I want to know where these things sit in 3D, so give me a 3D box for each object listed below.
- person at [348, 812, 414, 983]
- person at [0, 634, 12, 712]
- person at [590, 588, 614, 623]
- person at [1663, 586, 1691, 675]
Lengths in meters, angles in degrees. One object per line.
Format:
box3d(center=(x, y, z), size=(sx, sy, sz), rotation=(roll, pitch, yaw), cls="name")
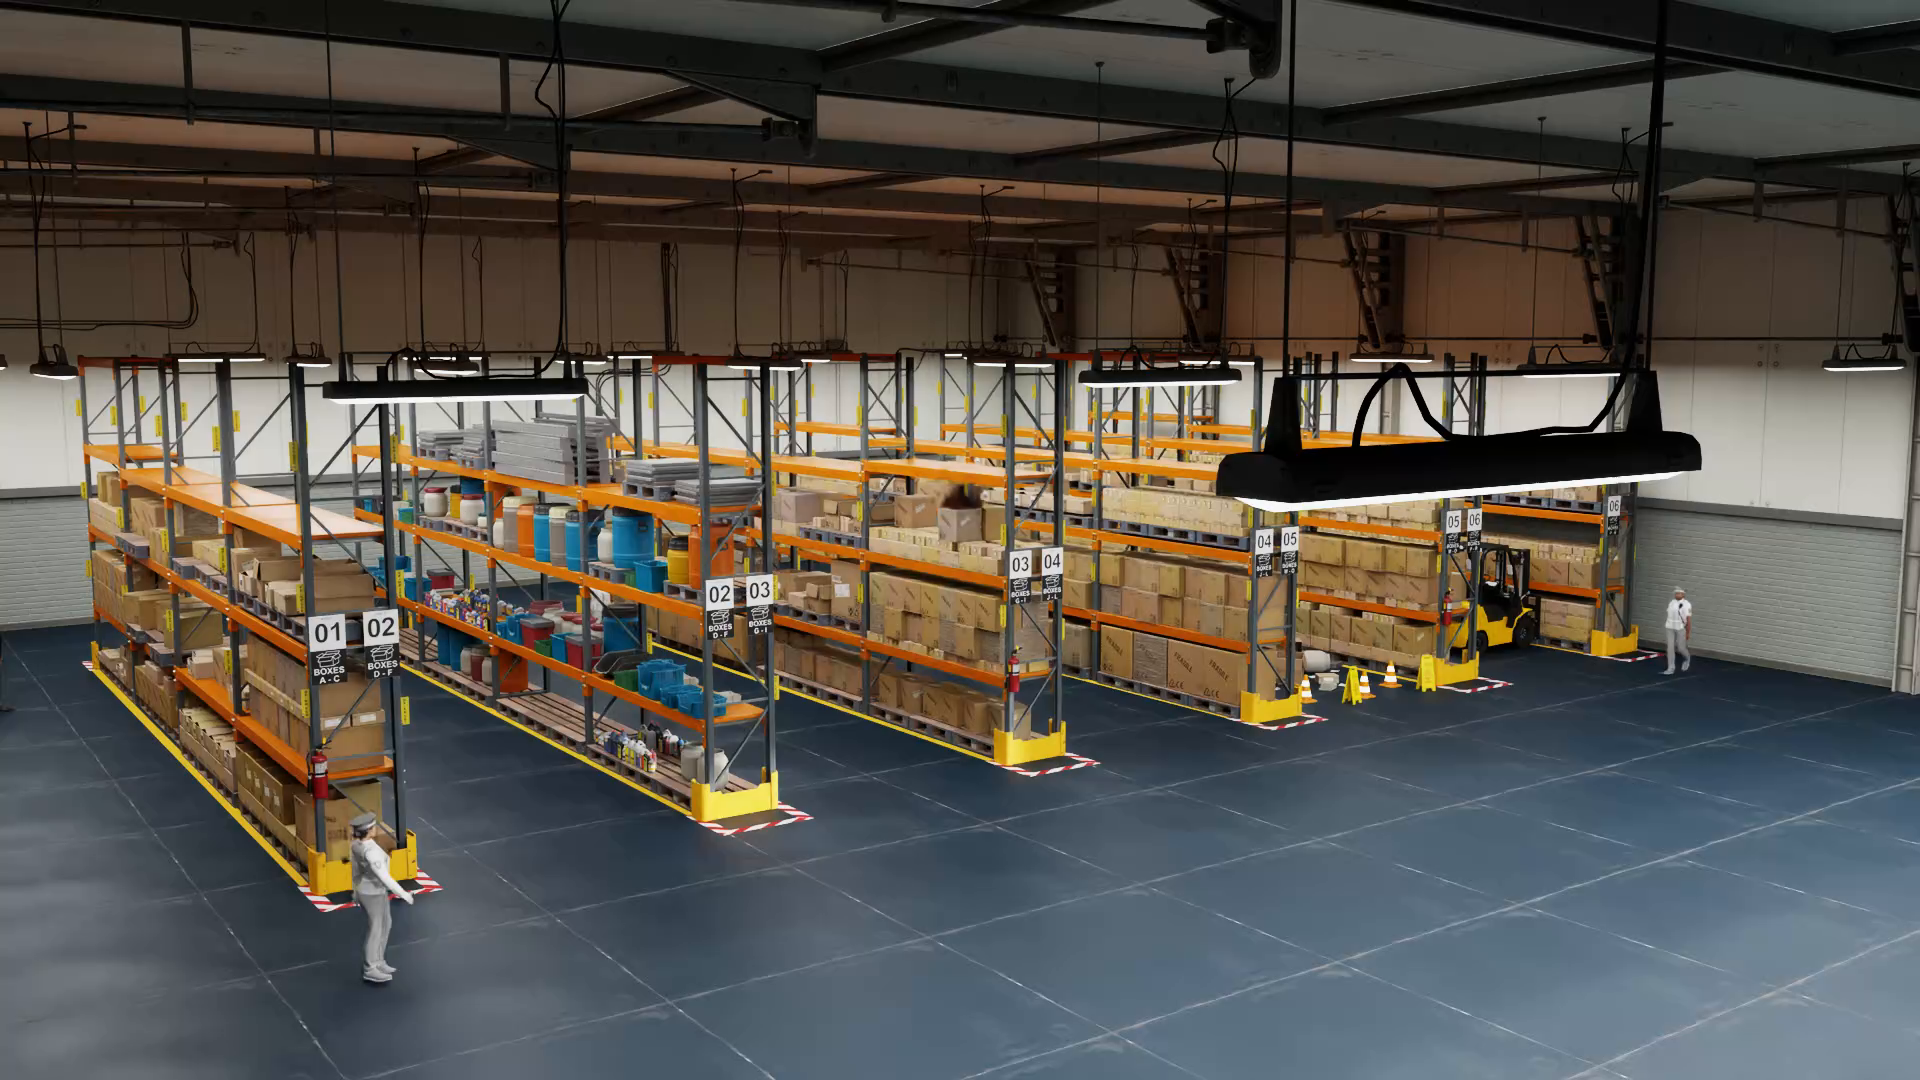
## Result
box3d(center=(-5.714, 3.533, 16.449), size=(0.597, 1.711, 0.513), rotation=(-2, 7, -16), cls="person")
box3d(center=(-16.473, 2.051, 28.335), size=(0.472, 1.727, 0.554), rotation=(-3, 8, -25), cls="person")
box3d(center=(-7.299, 1.427, 33.830), size=(0.529, 1.618, 0.970), rotation=(-3, 8, -26), cls="person")
box3d(center=(13.551, 1.688, 31.363), size=(0.459, 1.679, 0.599), rotation=(6, 9, 42), cls="person")
